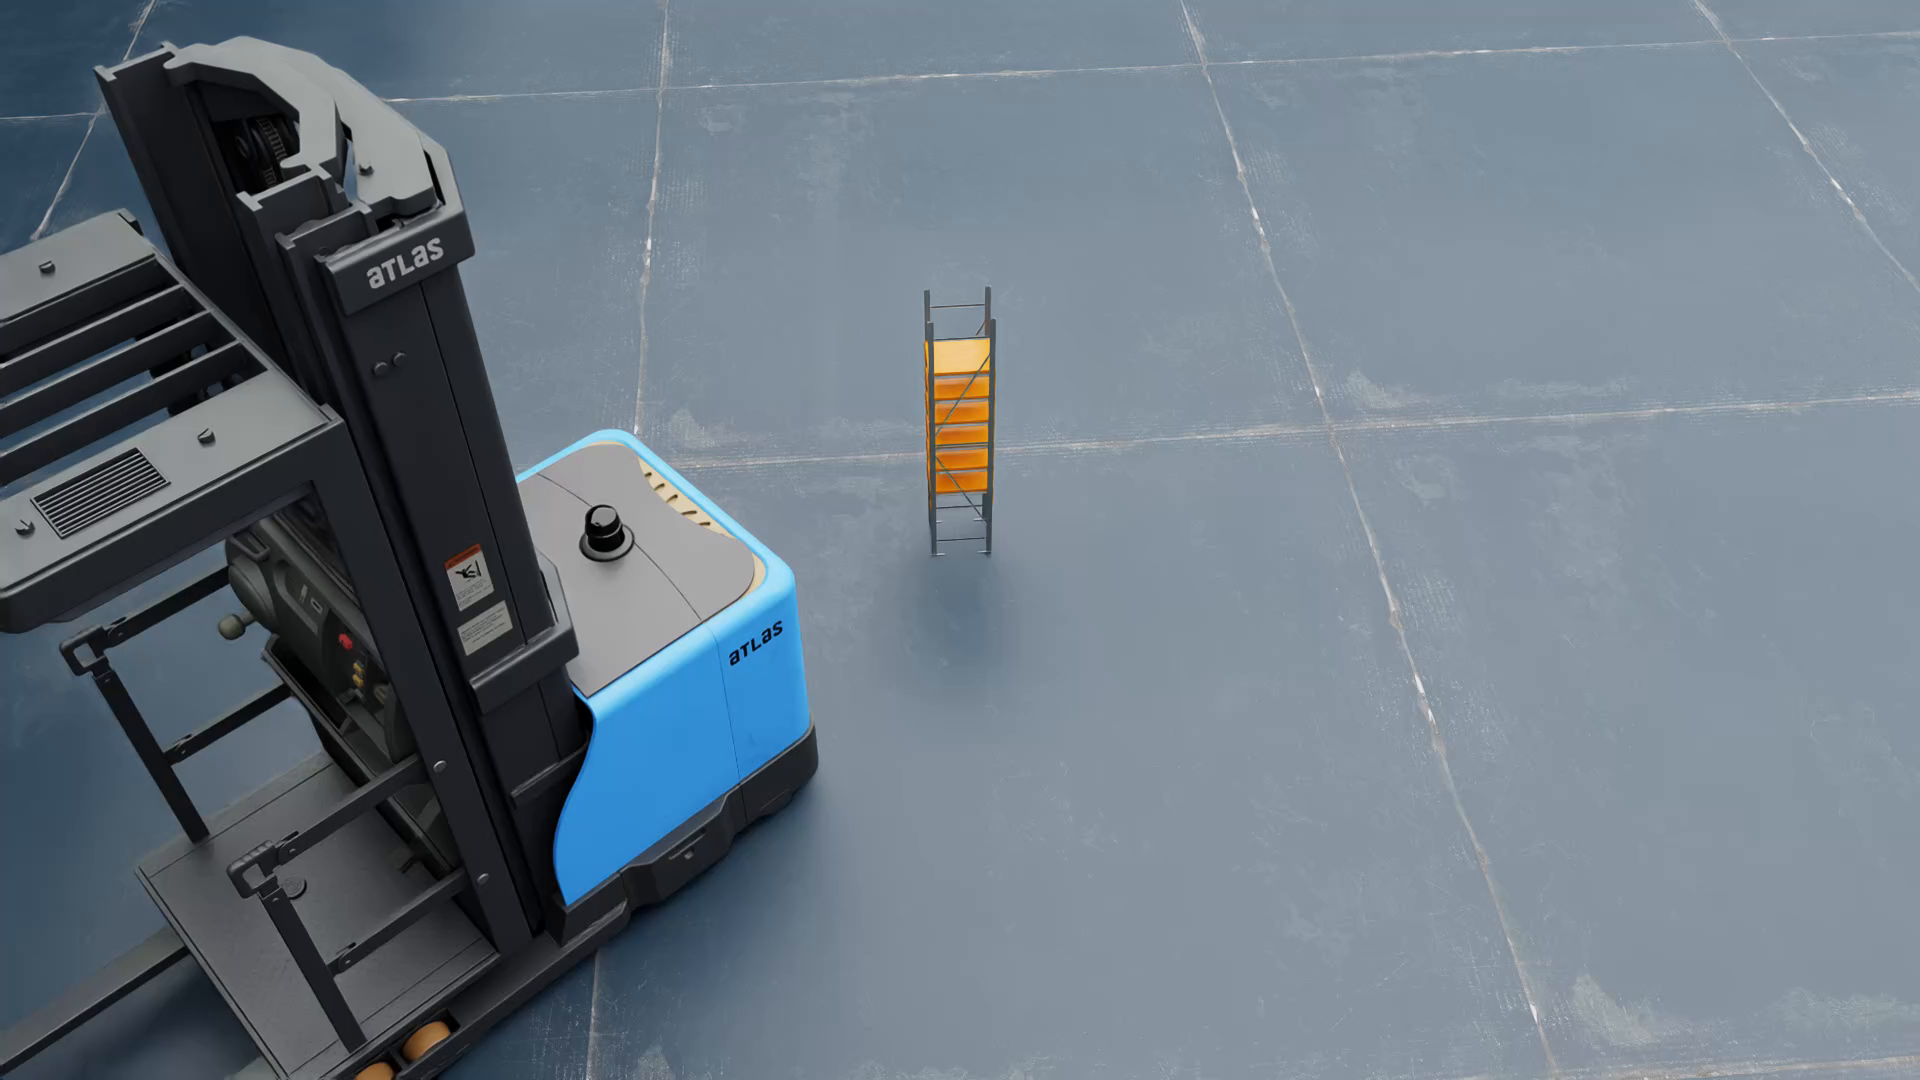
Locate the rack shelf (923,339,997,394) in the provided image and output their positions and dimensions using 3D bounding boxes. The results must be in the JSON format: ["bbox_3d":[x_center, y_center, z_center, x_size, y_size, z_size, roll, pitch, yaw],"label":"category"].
[{"bbox_3d":[-0.001,-0.640,6.095,0.258,0.103,0.180,-3,47,-3],"label":"rack shelf"}]

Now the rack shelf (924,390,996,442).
[{"bbox_3d":[-0.001,-0.475,6.269,0.258,0.103,0.180,-3,47,-3],"label":"rack shelf"}]

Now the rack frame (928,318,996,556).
[{"bbox_3d":[0.006,-0.357,6.262,0.240,1.200,0.006,-3,47,-3],"label":"rack frame"}]

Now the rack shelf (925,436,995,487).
[{"bbox_3d":[-0.001,-0.310,6.444,0.258,0.103,0.180,-3,47,-3],"label":"rack shelf"}]

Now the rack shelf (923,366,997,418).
[{"bbox_3d":[-0.001,-0.558,6.182,0.258,0.103,0.180,-3,47,-3],"label":"rack shelf"}]

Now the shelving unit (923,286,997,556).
[{"bbox_3d":[-0.001,-0.423,6.324,0.258,1.200,0.189,-3,47,-3],"label":"shelving unit"}]

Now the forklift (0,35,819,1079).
[{"bbox_3d":[-1.916,0.318,4.430,3.031,2.935,1.130,-35,56,-28],"label":"forklift"}]

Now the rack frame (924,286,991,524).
[{"bbox_3d":[-0.009,-0.489,6.387,0.240,1.200,0.006,-3,47,-3],"label":"rack frame"}]

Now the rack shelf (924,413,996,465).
[{"bbox_3d":[-0.001,-0.392,6.357,0.258,0.103,0.180,-3,47,-3],"label":"rack shelf"}]

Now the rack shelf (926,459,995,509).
[{"bbox_3d":[-0.001,-0.227,6.531,0.258,0.103,0.180,-3,47,-3],"label":"rack shelf"}]
